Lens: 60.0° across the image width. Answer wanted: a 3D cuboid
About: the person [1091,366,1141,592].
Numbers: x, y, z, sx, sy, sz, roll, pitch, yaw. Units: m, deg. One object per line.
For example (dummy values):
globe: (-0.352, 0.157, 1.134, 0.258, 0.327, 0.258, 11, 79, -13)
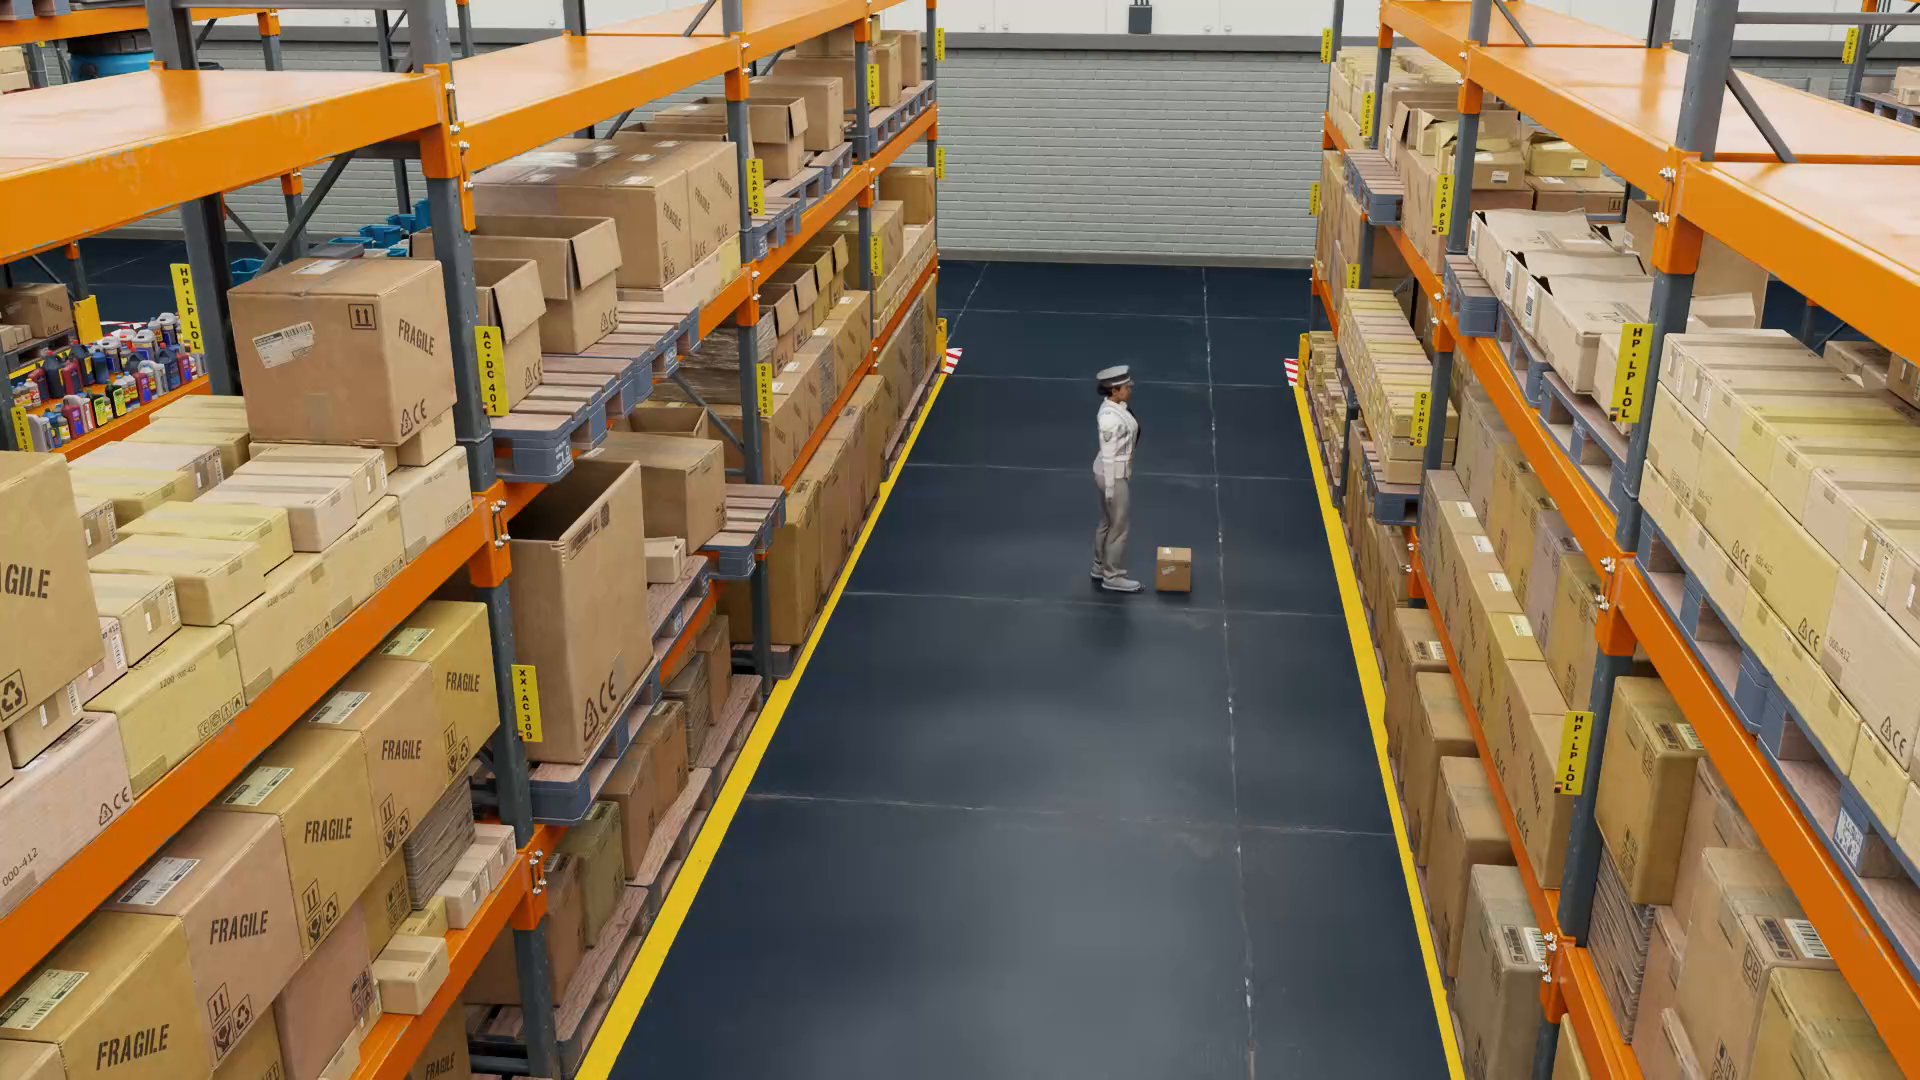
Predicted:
person: (1.173, -0.470, 12.263, 0.393, 1.679, 0.475, 3, 22, 8)
